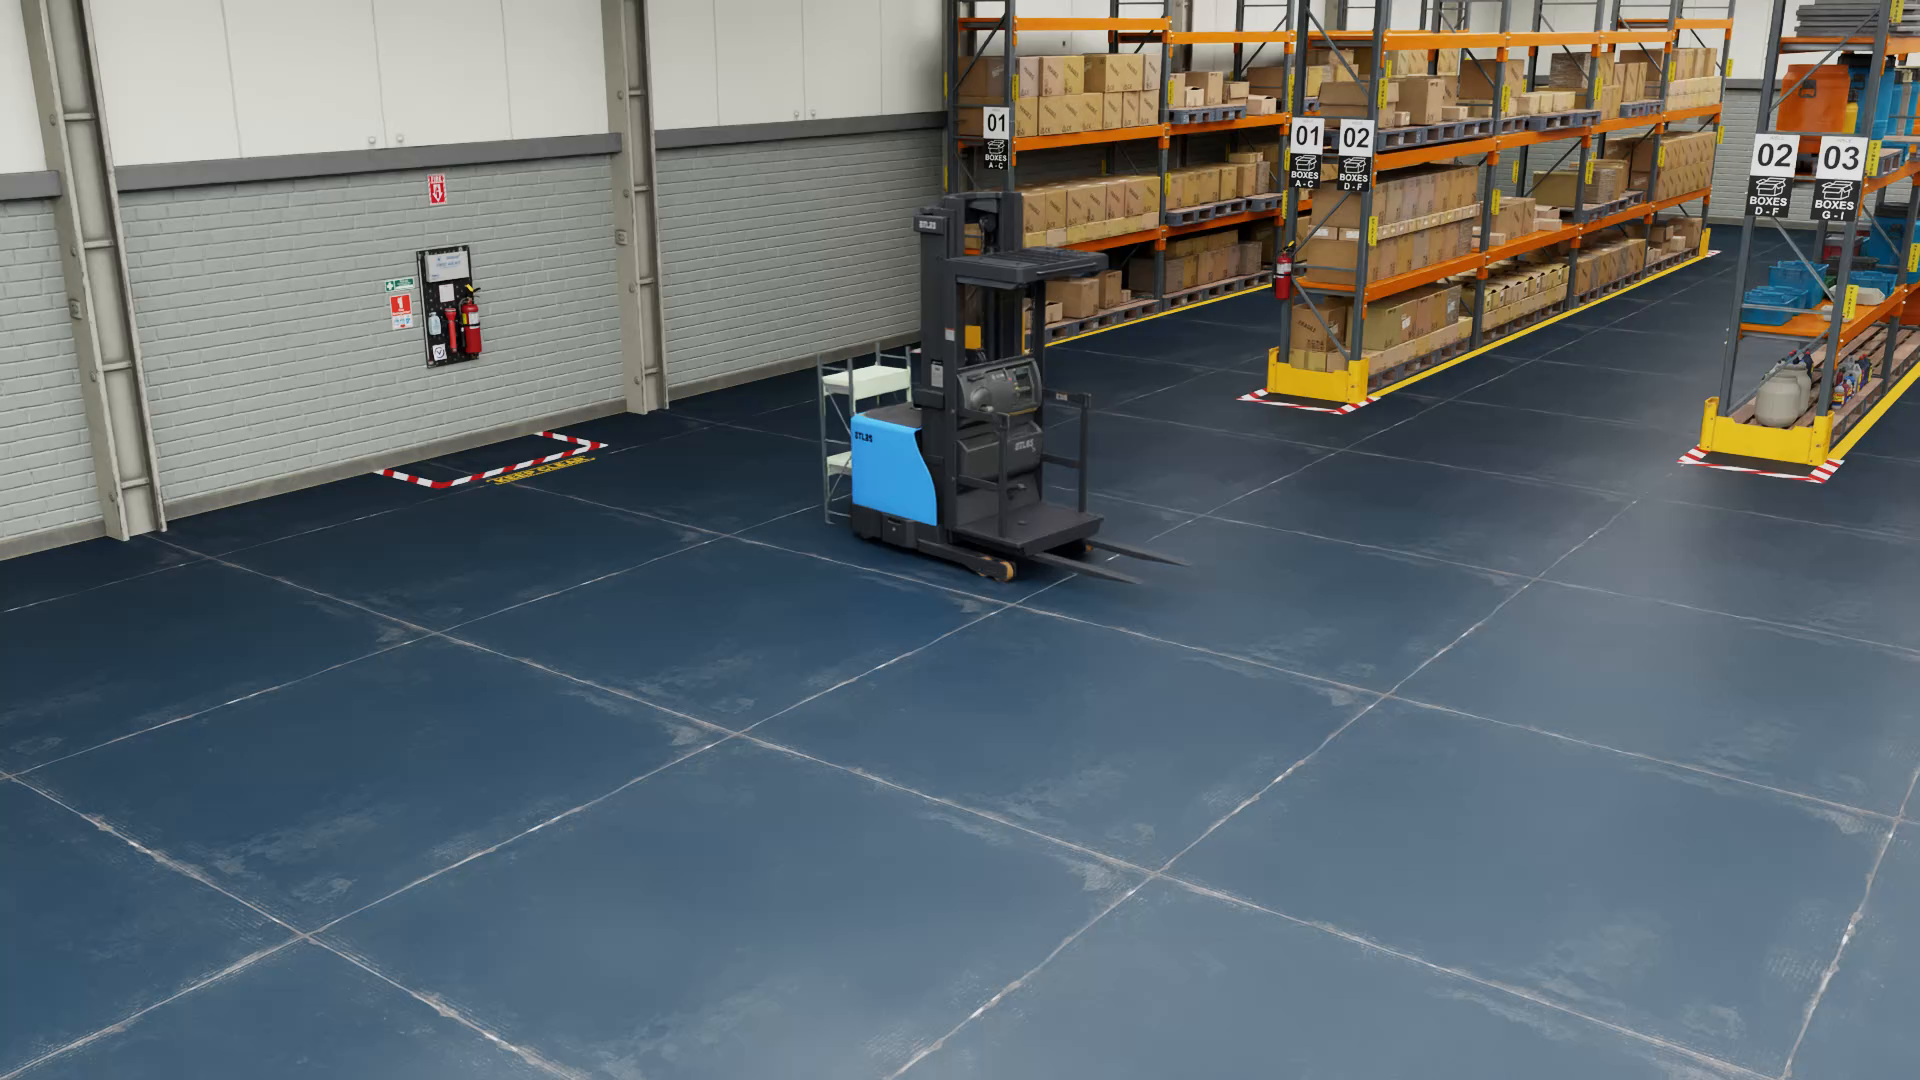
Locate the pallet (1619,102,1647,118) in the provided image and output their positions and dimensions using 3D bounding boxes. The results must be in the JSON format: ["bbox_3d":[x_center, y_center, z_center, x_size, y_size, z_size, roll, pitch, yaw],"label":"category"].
[{"bbox_3d":[10.341,-6.972,26.895,1.213,0.211,1.003,12,21,35],"label":"pallet"}]

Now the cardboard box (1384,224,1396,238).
[{"bbox_3d":[4.963,-3.697,19.828,0.380,0.149,0.250,13,21,35],"label":"cardboard box"}]

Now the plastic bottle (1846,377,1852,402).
[{"bbox_3d":[9.821,-1.675,18.437,0.097,0.271,0.097,0,17,0],"label":"plastic bottle"}]

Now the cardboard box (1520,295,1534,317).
[{"bbox_3d":[7.990,-3.420,24.128,0.500,0.250,0.500,13,21,36],"label":"cardboard box"}]

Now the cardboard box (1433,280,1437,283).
[{"bbox_3d":[6.107,-3.305,22.491,0.500,0.500,0.500,12,21,35],"label":"cardboard box"}]

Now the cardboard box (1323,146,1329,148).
[{"bbox_3d":[6.129,-6.809,29.145,0.500,0.250,0.500,13,21,35],"label":"cardboard box"}]

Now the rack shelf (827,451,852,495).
[{"bbox_3d":[-0.807,-0.614,14.766,0.431,0.370,0.720,12,21,39],"label":"rack shelf"}]

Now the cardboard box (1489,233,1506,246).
[{"bbox_3d":[7.327,-4.169,23.035,0.380,0.149,0.250,12,21,35],"label":"cardboard box"}]

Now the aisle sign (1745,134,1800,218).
[{"bbox_3d":[7.946,-3.562,16.273,0.394,0.787,0.004,12,21,35],"label":"aisle sign"}]

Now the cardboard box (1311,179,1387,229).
[{"bbox_3d":[4.571,-3.950,19.550,0.700,0.500,0.500,13,21,35],"label":"cardboard box"}]

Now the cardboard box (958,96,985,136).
[{"bbox_3d":[0.316,-5.670,22.184,0.500,0.500,0.500,14,22,39],"label":"cardboard box"}]

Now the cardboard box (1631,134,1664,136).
[{"bbox_3d":[12.399,-7.073,30.108,0.500,0.500,0.500,12,21,34],"label":"cardboard box"}]

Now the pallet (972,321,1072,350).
[{"bbox_3d":[0.828,-2.909,23.257,1.003,0.211,1.213,12,21,35],"label":"pallet"}]

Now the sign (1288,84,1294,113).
[{"bbox_3d":[3.824,-5.078,19.121,0.100,0.325,0.005,12,21,35],"label":"sign"}]

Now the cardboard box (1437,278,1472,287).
[{"bbox_3d":[6.951,-3.541,23.573,0.500,0.311,0.500,13,22,36],"label":"cardboard box"}]

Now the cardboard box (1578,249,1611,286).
[{"bbox_3d":[10.129,-4.385,26.780,0.500,0.500,0.500,12,21,34],"label":"cardboard box"}]

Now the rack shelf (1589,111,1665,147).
[{"bbox_3d":[10.210,-6.632,26.698,1.077,0.370,4.000,12,21,35],"label":"rack shelf"}]

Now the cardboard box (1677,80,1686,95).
[{"bbox_3d":[12.187,-7.810,28.689,0.500,0.250,0.500,12,21,35],"label":"cardboard box"}]

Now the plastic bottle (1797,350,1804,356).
[{"bbox_3d":[10.068,-2.147,19.957,0.097,0.271,0.097,0,17,0],"label":"plastic bottle"}]

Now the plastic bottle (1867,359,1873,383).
[{"bbox_3d":[10.589,-1.978,19.393,0.061,0.283,0.133,14,22,37],"label":"plastic bottle"}]

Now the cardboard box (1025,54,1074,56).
[{"bbox_3d":[1.251,-6.516,23.222,0.500,0.500,0.500,12,21,35],"label":"cardboard box"}]

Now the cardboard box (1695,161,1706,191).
[{"bbox_3d":[13.430,-6.741,30.725,0.500,0.500,0.500,13,21,35],"label":"cardboard box"}]

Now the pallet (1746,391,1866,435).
[{"bbox_3d":[9.450,-1.462,18.595,1.003,0.211,1.213,12,21,35],"label":"pallet"}]

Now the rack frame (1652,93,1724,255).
[{"bbox_3d":[13.785,-6.972,31.638,1.000,3.000,0.127,12,21,35],"label":"rack frame"}]

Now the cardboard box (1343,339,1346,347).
[{"bbox_3d":[4.622,-2.350,20.681,0.500,0.250,0.500,12,21,35],"label":"cardboard box"}]

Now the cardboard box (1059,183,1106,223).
[{"bbox_3d":[1.710,-4.755,23.454,0.500,0.500,0.500,13,22,36],"label":"cardboard box"}]

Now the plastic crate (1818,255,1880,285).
[{"bbox_3d":[10.196,-3.106,19.293,0.767,0.338,0.504,12,21,35],"label":"plastic crate"}]

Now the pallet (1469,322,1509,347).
[{"bbox_3d":[7.042,-2.965,23.435,1.003,0.211,1.213,12,21,35],"label":"pallet"}]

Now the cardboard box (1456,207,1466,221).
[{"bbox_3d":[6.342,-4.248,21.602,0.380,0.149,0.250,12,21,33],"label":"cardboard box"}]

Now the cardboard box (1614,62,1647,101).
[{"bbox_3d":[11.042,-7.641,27.689,0.600,0.600,0.600,10,20,30],"label":"cardboard box"}]

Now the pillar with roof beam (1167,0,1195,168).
[{"bbox_3d":[7.025,-7.889,24.474,9.100,9.000,0.400,12,21,35],"label":"pillar with roof beam"}]

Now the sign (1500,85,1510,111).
[{"bbox_3d":[7.081,-5.734,21.586,0.100,0.325,0.005,12,21,35],"label":"sign"}]

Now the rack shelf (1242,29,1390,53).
[{"bbox_3d":[6.229,-8.748,29.128,1.077,0.370,4.000,12,21,35],"label":"rack shelf"}]

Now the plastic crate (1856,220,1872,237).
[{"bbox_3d":[11.785,-3.890,21.606,0.402,0.464,0.583,12,21,35],"label":"plastic crate"}]

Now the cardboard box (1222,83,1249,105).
[{"bbox_3d":[4.190,-7.140,26.913,0.797,0.503,0.637,16,24,42],"label":"cardboard box"}]

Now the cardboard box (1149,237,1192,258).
[{"bbox_3d":[3.339,-4.647,26.358,0.500,0.250,0.500,12,21,34],"label":"cardboard box"}]

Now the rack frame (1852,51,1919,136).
[{"bbox_3d":[10.610,-6.103,18.723,1.000,3.000,0.127,12,21,35],"label":"rack frame"}]

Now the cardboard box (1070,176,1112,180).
[{"bbox_3d":[1.895,-5.087,24.522,0.500,0.500,0.500,12,21,34],"label":"cardboard box"}]

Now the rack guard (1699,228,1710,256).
[{"bbox_3d":[13.739,-5.760,31.950,1.175,0.500,0.348,12,21,35],"label":"rack guard"}]

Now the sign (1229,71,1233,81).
[{"bbox_3d":[4.596,-7.759,28.107,0.100,0.325,0.005,12,21,35],"label":"sign"}]

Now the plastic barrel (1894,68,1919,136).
[{"bbox_3d":[11.518,-5.381,20.610,0.600,0.901,0.708,12,21,35],"label":"plastic barrel"}]

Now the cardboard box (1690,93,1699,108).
[{"bbox_3d":[12.785,-7.809,29.529,0.500,0.250,0.500,12,21,35],"label":"cardboard box"}]

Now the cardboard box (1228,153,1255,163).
[{"bbox_3d":[4.676,-6.342,27.605,0.380,0.149,0.250,9,19,26],"label":"cardboard box"}]

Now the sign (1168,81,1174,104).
[{"bbox_3d":[3.094,-6.574,24.426,0.100,0.325,0.005,12,21,35],"label":"sign"}]

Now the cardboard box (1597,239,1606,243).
[{"bbox_3d":[10.608,-4.835,28.228,0.500,0.500,0.500,13,21,35],"label":"cardboard box"}]

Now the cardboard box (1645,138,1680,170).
[{"bbox_3d":[12.215,-6.730,29.004,0.500,0.500,0.500,12,21,33],"label":"cardboard box"}]

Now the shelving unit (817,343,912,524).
[{"bbox_3d":[-0.816,-0.928,14.676,0.431,1.500,0.755,12,21,39],"label":"shelving unit"}]

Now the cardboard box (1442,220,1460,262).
[{"bbox_3d":[6.066,-3.928,21.667,0.700,0.500,0.500,12,21,34],"label":"cardboard box"}]

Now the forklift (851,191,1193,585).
[{"bbox_3d":[0.480,-1.237,13.283,3.031,2.935,1.130,16,23,41],"label":"forklift"}]

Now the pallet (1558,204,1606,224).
[{"bbox_3d":[9.365,-5.149,26.090,1.213,0.211,1.003,12,21,35],"label":"pallet"}]

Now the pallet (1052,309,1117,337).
[{"bbox_3d":[1.556,-3.199,24.189,1.003,0.211,1.213,12,21,35],"label":"pallet"}]

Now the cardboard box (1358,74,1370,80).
[{"bbox_3d":[7.640,-8.708,31.544,0.500,0.250,0.500,13,21,35],"label":"cardboard box"}]

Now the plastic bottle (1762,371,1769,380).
[{"bbox_3d":[9.024,-1.744,18.640,0.061,0.283,0.133,13,22,36],"label":"plastic bottle"}]

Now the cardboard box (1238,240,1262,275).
[{"bbox_3d":[4.650,-4.777,28.041,0.700,0.500,0.500,13,21,35],"label":"cardboard box"}]

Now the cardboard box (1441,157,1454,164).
[{"bbox_3d":[9.508,-7.867,34.012,0.980,0.700,0.700,14,22,37],"label":"cardboard box"}]

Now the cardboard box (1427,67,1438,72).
[{"bbox_3d":[8.976,-9.348,32.344,0.500,0.500,0.500,11,21,32],"label":"cardboard box"}]

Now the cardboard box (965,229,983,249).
[{"bbox_3d":[0.393,-4.119,22.670,0.500,0.250,0.500,13,21,35],"label":"cardboard box"}]

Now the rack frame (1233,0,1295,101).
[{"bbox_3d":[5.037,-8.806,27.428,1.000,3.000,0.127,12,21,35],"label":"rack frame"}]
